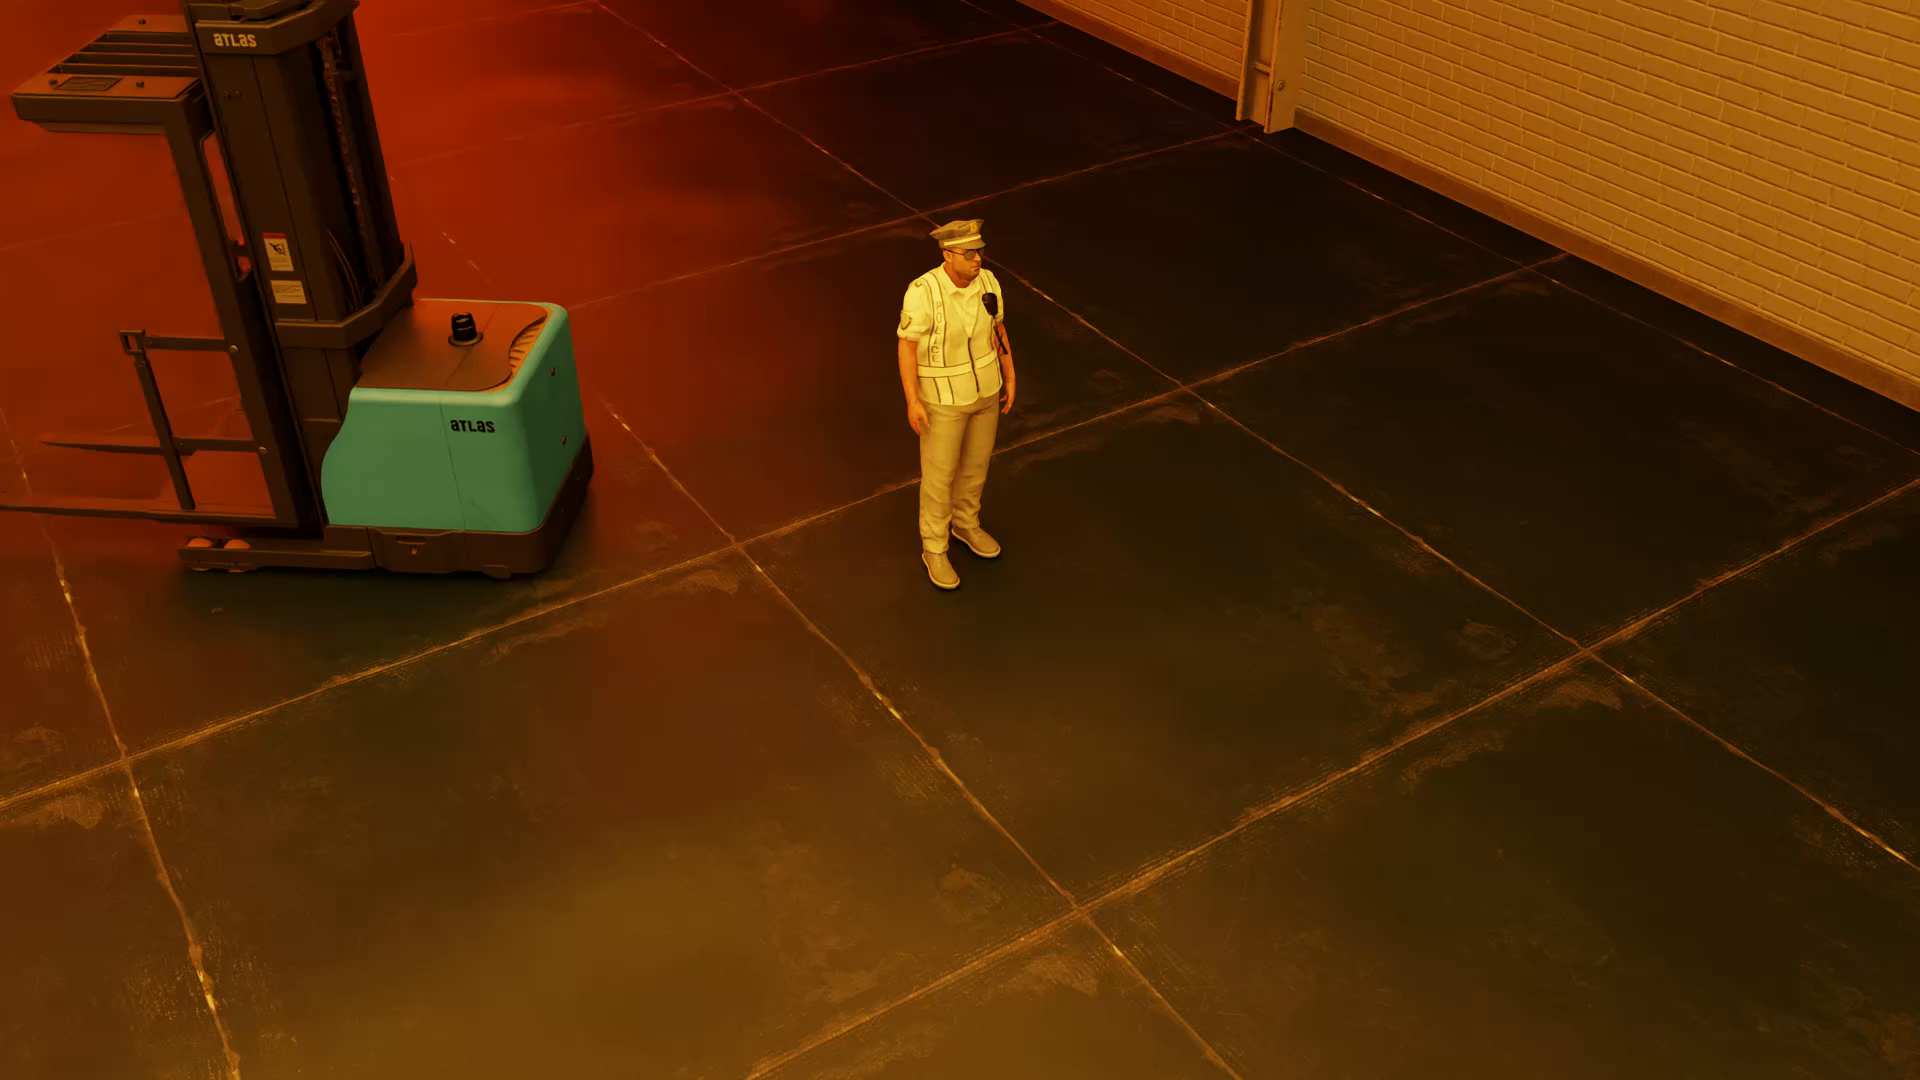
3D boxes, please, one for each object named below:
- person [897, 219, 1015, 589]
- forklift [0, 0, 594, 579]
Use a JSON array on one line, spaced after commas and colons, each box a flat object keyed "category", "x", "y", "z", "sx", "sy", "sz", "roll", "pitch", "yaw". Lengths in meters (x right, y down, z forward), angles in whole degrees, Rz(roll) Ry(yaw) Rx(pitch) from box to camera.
[{"category": "person", "x": 0.033, "y": -0.693, "z": 8.122, "sx": 0.641, "sy": 1.778, "sz": 0.574, "roll": -21, "pitch": 40, "yaw": -27}, {"category": "forklift", "x": -3.545, "y": -1.334, "z": 8.046, "sx": 3.031, "sy": 2.935, "sz": 1.130, "roll": 2, "pitch": 35, "yaw": 4}]
